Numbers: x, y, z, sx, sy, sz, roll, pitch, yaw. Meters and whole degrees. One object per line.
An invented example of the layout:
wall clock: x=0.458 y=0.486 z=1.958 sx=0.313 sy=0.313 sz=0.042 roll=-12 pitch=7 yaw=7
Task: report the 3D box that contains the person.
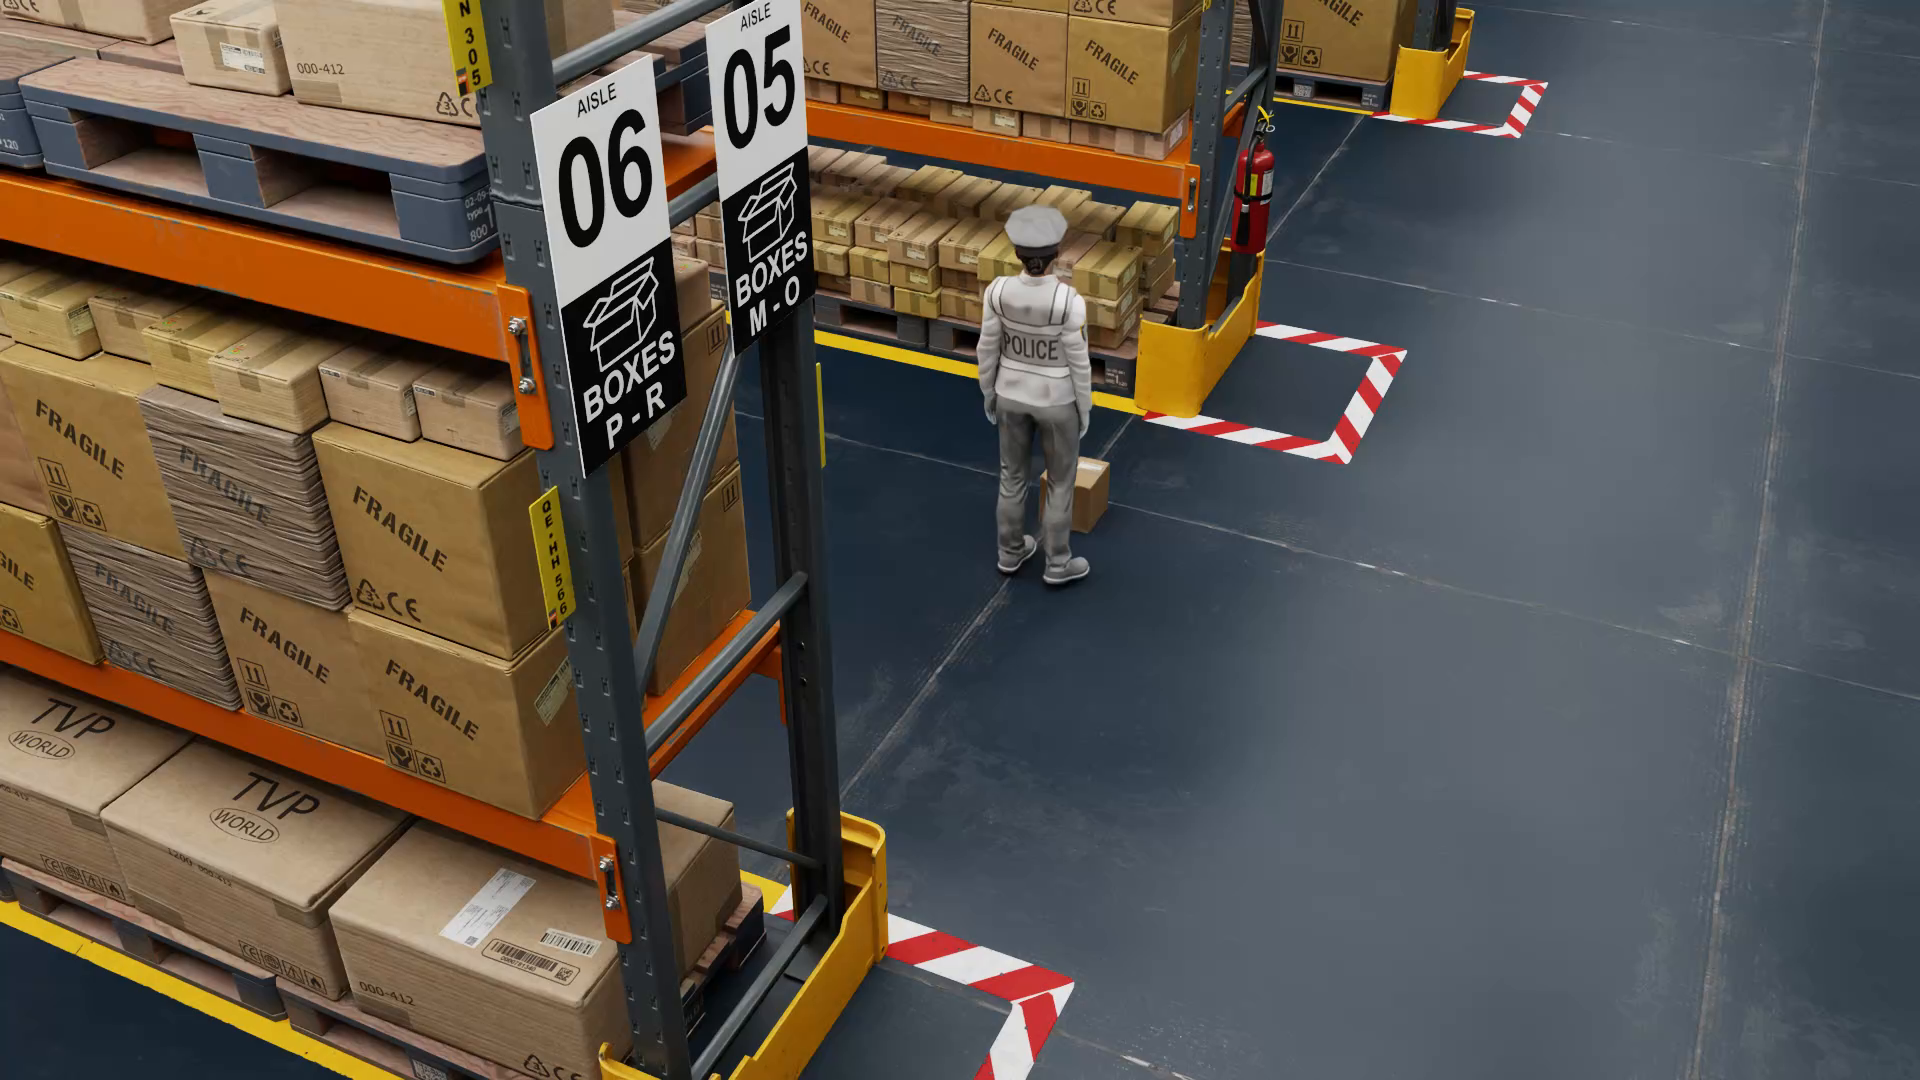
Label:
person: x=0.317 y=-0.575 z=6.969 sx=0.496 sy=1.708 sz=0.334 roll=15 pitch=37 yaw=21
